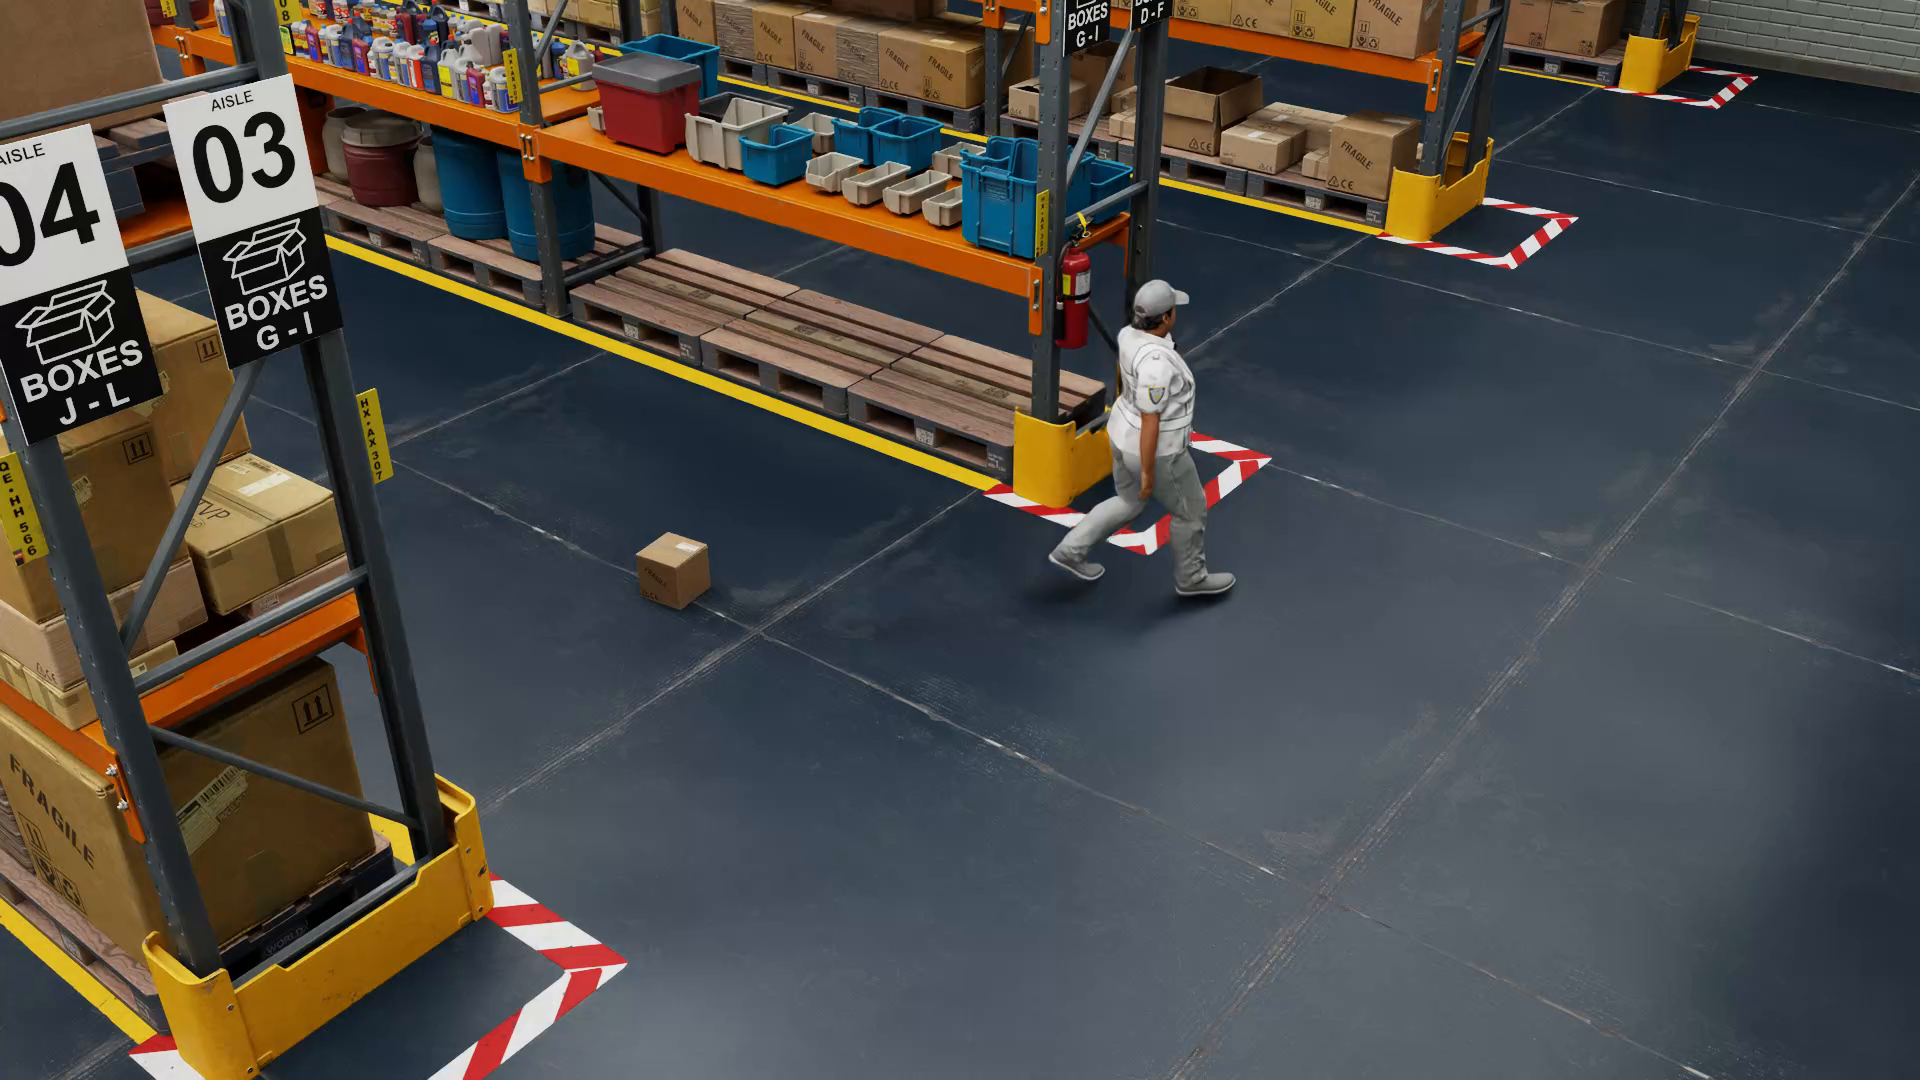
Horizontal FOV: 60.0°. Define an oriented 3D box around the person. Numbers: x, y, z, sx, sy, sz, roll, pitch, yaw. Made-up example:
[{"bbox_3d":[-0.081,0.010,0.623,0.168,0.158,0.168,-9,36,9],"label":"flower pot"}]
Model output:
[{"bbox_3d":[0.898,-0.466,7.894,0.913,1.622,0.512,-6,32,-10],"label":"person"}]
